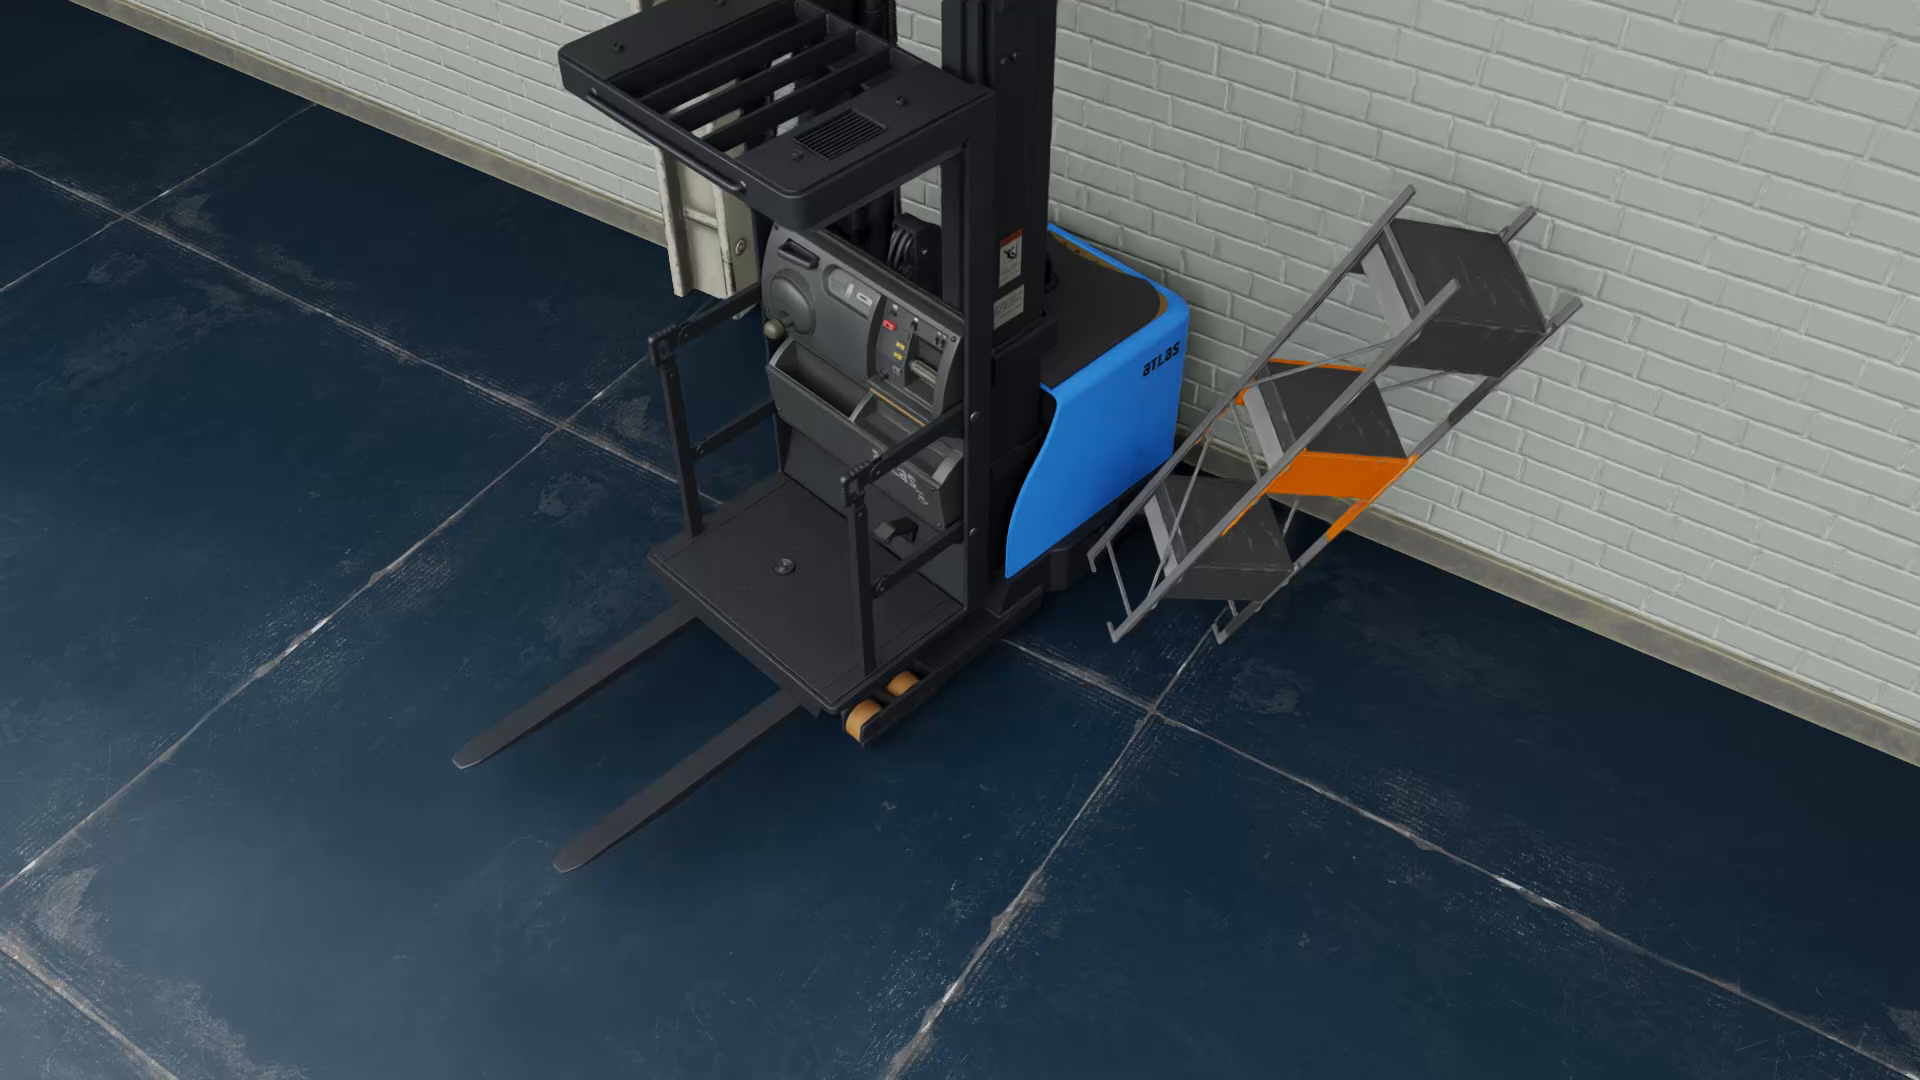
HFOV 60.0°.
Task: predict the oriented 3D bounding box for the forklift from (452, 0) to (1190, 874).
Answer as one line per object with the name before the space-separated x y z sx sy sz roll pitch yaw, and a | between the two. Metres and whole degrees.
forklift | -0.498 -0.683 5.592 3.031 2.935 1.130 -36 55 -30

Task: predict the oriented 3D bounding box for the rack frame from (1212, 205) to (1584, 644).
rack frame | 1.403 -0.317 5.870 0.015 2.100 0.400 2 57 -27

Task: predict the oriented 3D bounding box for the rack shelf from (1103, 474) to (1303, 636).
rack shelf | 0.899 0.054 6.291 0.480 0.518 0.431 2 57 -27

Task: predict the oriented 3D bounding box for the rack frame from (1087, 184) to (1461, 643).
rack frame | 0.968 -0.335 5.649 0.015 2.100 0.400 2 57 -27

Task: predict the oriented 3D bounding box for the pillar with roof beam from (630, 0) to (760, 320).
pillar with roof beam | -3.478 -1.762 2.410 0.400 9.000 9.100 25 51 22

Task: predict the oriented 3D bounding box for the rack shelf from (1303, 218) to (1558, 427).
rack shelf | 1.461 -0.691 5.247 0.480 0.518 0.431 2 57 -27

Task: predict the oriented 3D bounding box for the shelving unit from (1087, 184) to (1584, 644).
shelving unit | 1.185 -0.326 5.759 0.503 2.100 0.431 2 57 -27

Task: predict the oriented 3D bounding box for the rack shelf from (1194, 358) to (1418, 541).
rack shelf | 1.180 -0.319 5.769 0.480 0.518 0.431 2 57 -27
